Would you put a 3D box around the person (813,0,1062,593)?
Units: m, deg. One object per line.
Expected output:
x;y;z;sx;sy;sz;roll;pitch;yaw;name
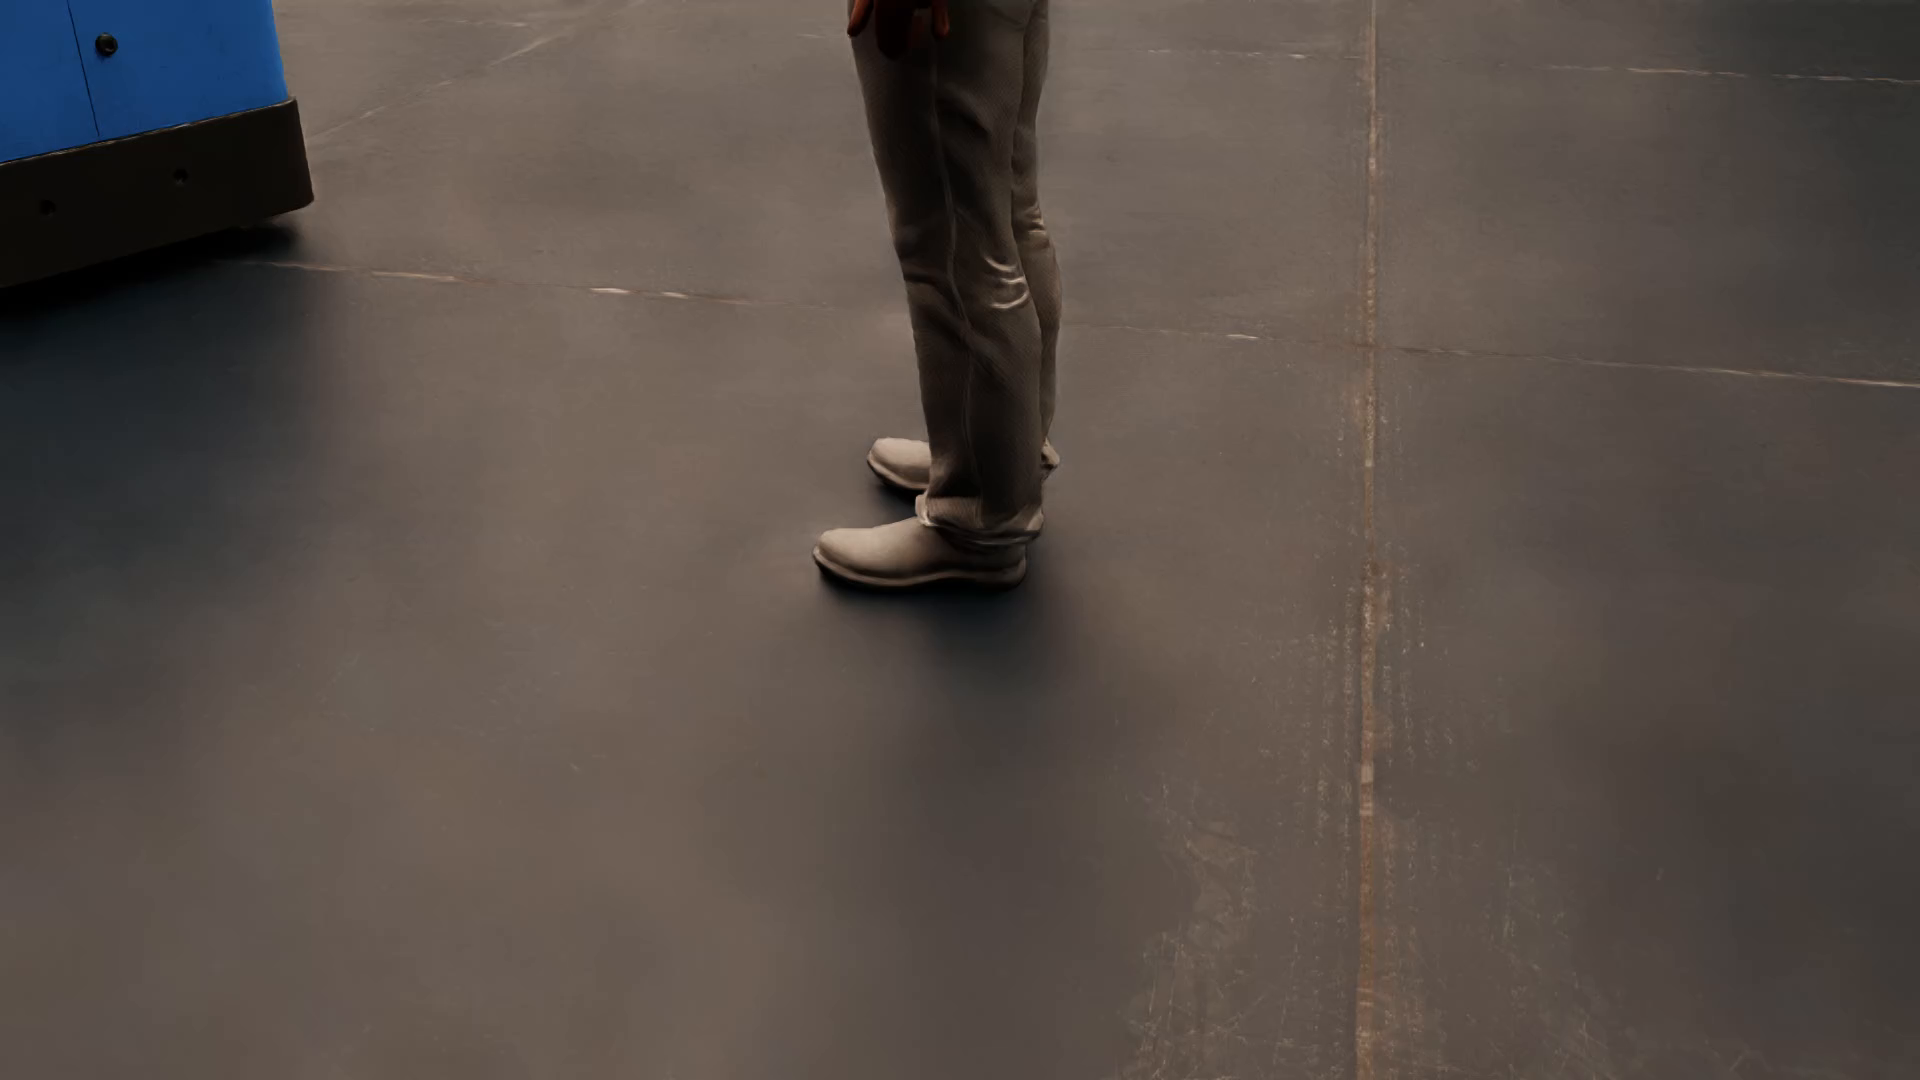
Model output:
-0.013;-0.790;2.103;0.367;1.771;0.559;6;27;11;person

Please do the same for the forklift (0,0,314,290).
-3.041;-2.221;3.648;3.031;2.935;1.130;16;31;29;forklift
